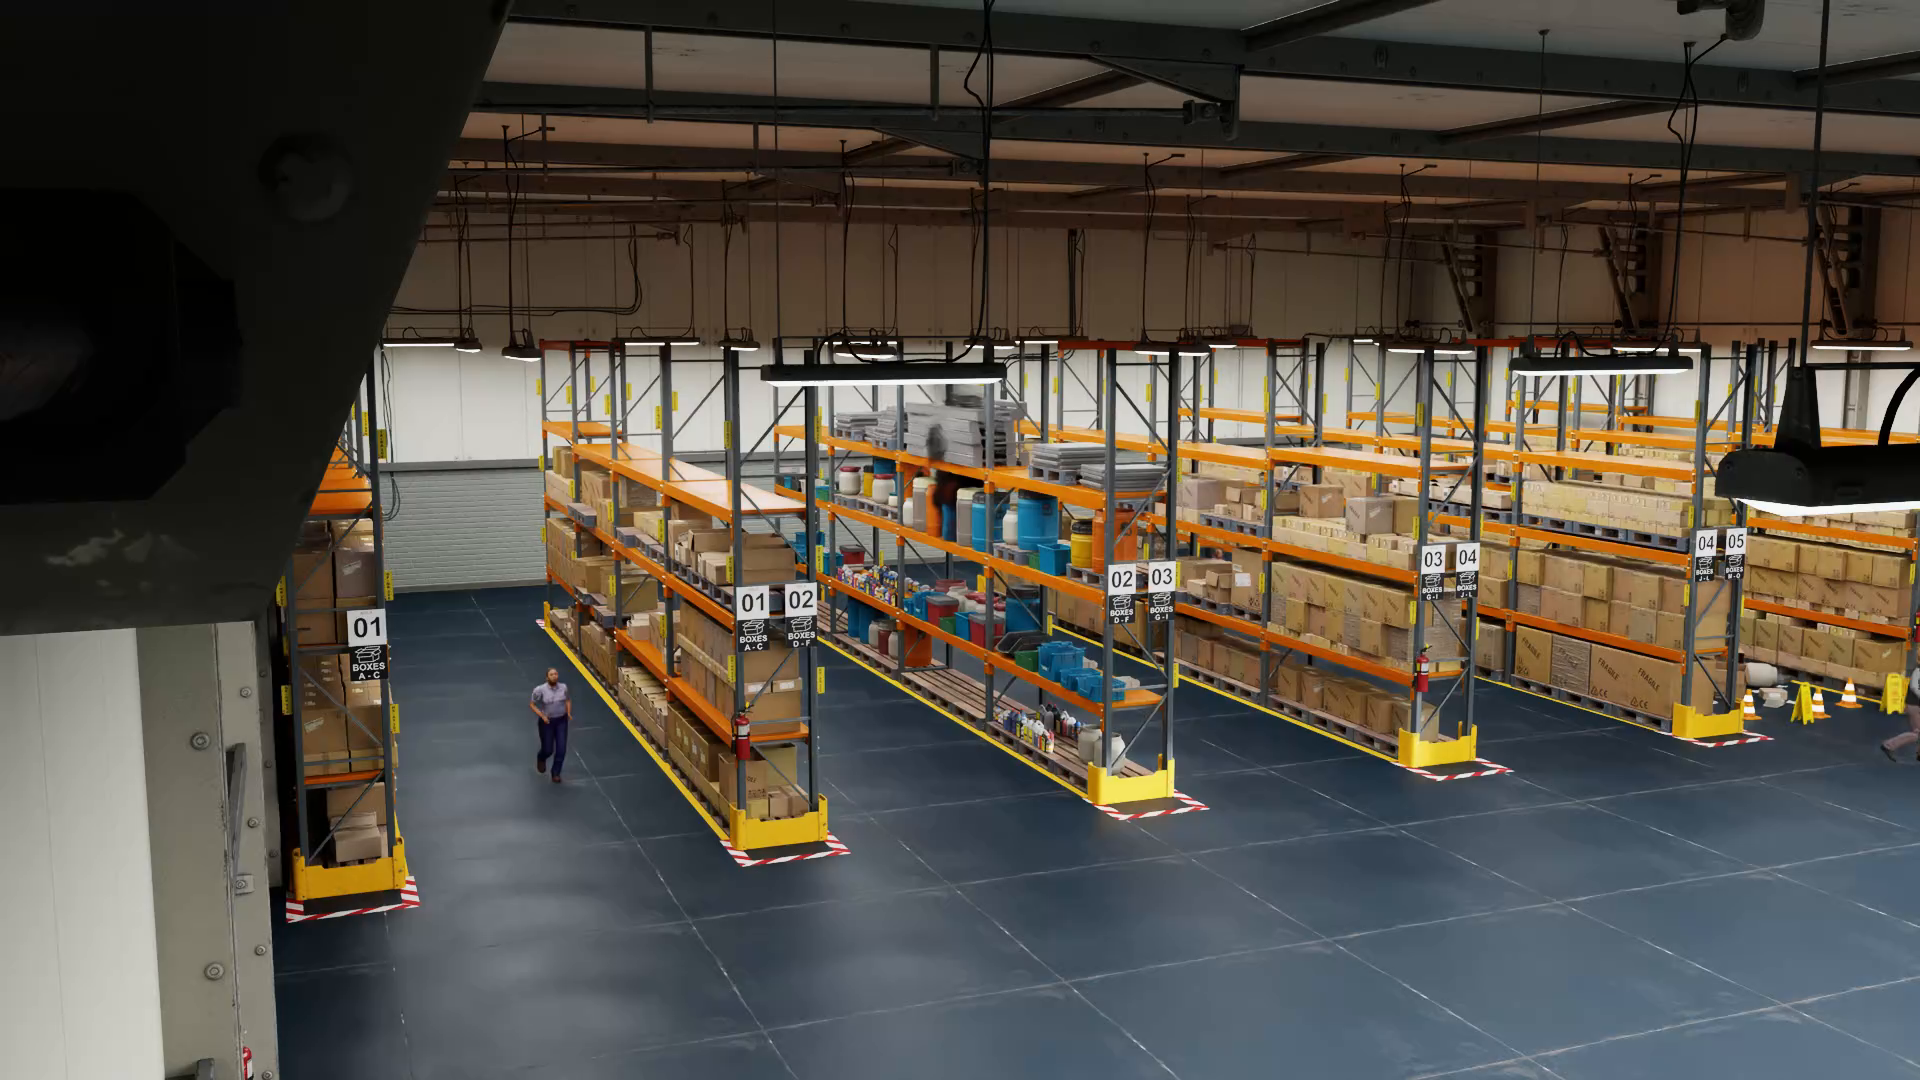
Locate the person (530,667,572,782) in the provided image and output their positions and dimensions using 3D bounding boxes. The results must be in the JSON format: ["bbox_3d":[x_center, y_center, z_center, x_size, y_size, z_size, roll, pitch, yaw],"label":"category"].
[{"bbox_3d":[-5.661,2.547,23.103,0.595,1.594,0.561,-5,9,-32],"label":"person"}]

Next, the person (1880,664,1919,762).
[{"bbox_3d":[13.745,2.408,24.009,0.786,1.718,0.709,3,8,23],"label":"person"}]

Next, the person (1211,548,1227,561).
[{"bbox_3d":[5.461,0.976,35.313,0.497,1.606,1.005,-3,8,-22],"label":"person"}]
